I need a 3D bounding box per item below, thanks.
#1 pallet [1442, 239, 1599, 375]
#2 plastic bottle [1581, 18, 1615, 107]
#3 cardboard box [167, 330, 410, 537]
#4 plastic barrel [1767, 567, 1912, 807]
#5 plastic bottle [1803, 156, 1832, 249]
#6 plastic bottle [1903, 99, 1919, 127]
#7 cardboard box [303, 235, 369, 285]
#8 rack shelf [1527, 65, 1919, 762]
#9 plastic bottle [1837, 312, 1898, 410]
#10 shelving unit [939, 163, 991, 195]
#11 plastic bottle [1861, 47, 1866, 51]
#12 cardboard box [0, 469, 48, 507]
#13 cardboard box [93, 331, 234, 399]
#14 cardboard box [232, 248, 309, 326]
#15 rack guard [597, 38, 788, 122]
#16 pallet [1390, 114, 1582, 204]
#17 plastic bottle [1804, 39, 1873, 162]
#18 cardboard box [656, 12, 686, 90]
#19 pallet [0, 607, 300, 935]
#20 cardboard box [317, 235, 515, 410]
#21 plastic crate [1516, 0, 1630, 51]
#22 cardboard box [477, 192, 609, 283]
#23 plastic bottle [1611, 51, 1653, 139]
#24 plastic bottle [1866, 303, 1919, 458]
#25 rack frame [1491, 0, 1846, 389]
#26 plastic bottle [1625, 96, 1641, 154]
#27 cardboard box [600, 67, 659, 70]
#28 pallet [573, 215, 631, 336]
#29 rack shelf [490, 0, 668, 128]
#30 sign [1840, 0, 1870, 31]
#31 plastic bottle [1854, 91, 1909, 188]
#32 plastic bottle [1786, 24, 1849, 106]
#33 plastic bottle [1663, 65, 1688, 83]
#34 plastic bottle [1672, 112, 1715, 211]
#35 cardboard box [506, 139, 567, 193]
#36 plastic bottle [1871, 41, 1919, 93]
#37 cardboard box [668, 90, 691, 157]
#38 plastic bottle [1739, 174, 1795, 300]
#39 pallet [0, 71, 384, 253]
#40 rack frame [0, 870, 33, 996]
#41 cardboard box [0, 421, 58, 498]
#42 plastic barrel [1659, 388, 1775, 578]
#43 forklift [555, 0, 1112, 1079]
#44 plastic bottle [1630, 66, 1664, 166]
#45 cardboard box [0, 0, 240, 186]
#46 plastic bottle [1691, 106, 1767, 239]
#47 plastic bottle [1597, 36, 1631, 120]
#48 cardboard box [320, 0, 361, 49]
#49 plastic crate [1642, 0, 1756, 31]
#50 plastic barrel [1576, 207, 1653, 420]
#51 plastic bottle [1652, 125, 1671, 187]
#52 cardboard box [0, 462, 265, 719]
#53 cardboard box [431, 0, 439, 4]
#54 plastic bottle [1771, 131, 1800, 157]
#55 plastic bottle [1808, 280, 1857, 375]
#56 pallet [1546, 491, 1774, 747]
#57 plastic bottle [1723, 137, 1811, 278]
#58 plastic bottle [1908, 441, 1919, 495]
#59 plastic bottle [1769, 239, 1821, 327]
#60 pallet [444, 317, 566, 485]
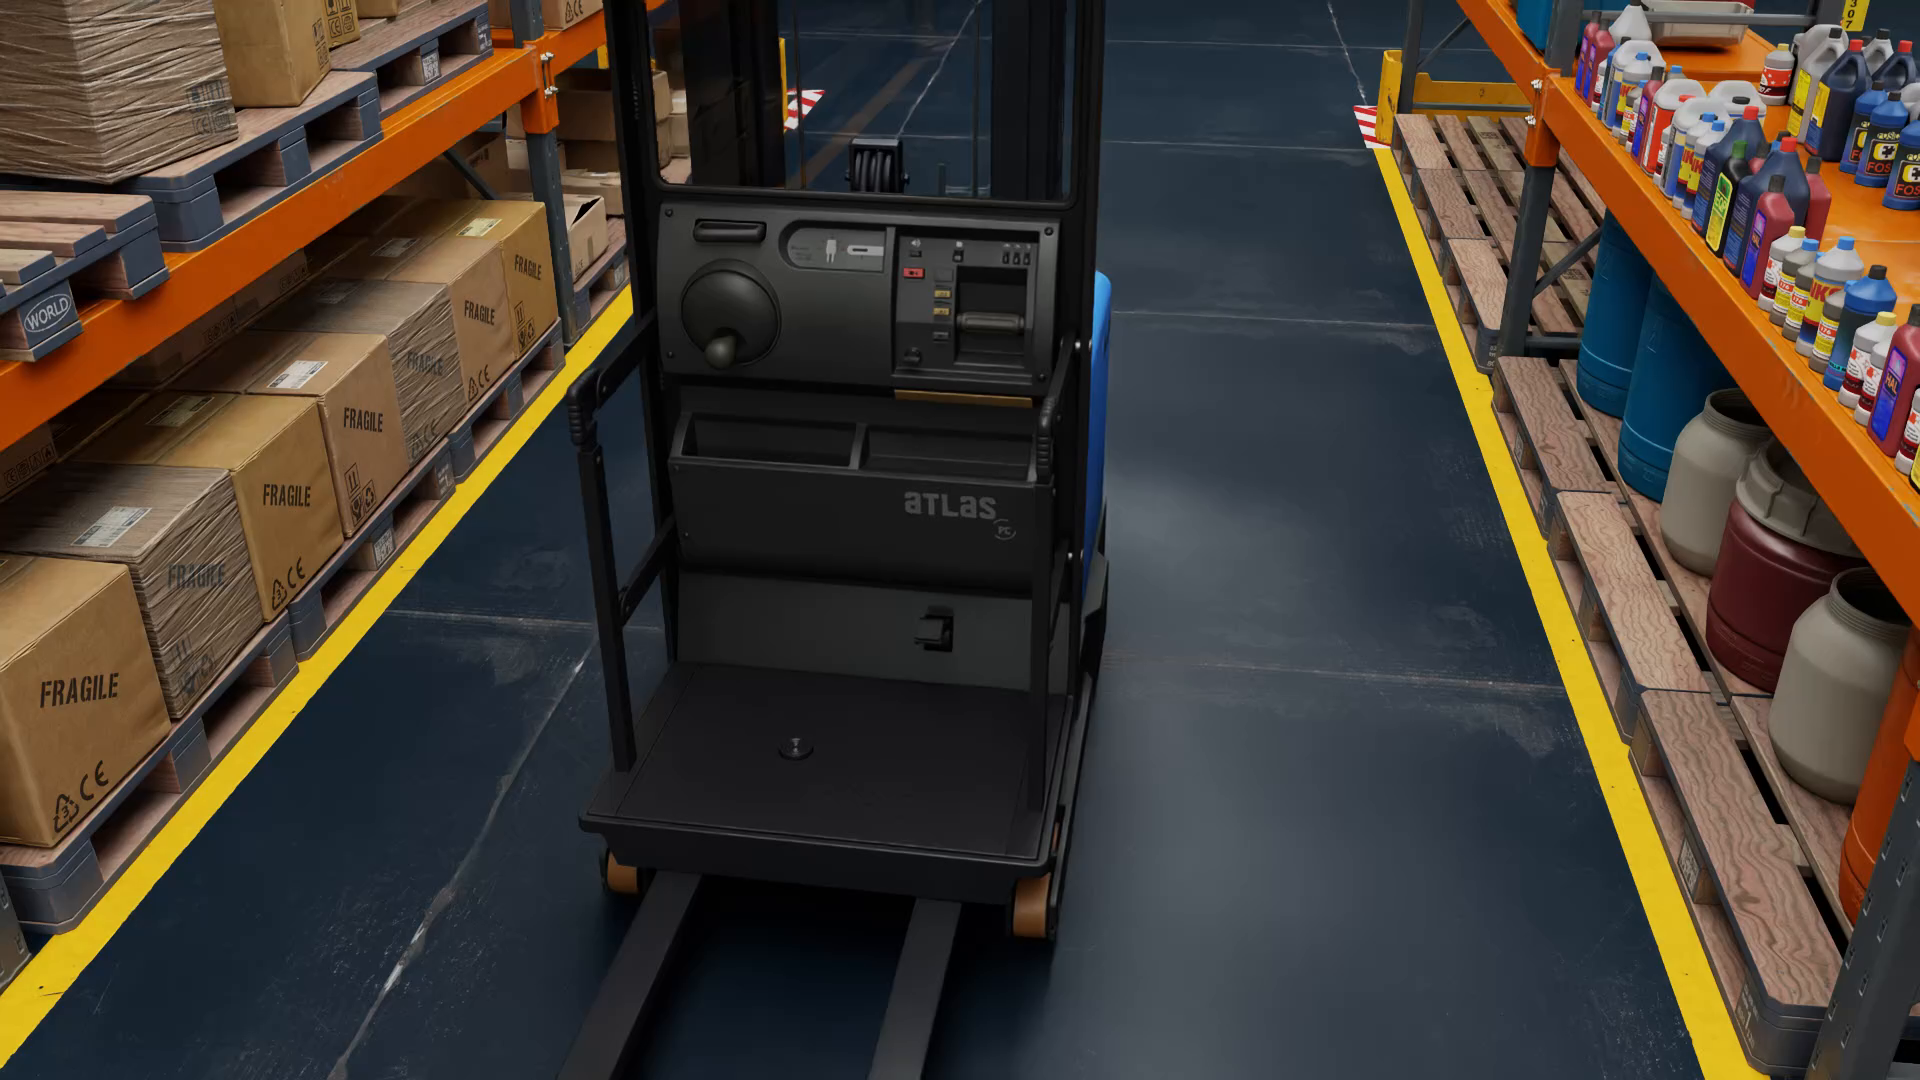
[{"bbox_3d":[2.769,-1.048,7.473,1.003,0.211,1.213,3,28,6],"label":"pallet"},{"bbox_3d":[2.233,-1.665,5.801,0.061,0.283,0.133,3,28,6],"label":"plastic bottle"},{"bbox_3d":[-2.165,-0.353,5.415,0.500,0.500,0.500,2,28,4],"label":"cardboard box"},{"bbox_3d":[2.251,0.364,4.092,0.421,0.512,0.421,0,28,0],"label":"plastic barrel"},{"bbox_3d":[2.159,-0.825,4.241,0.061,0.283,0.133,3,28,6],"label":"plastic bottle"},{"bbox_3d":[2.867,-1.196,4.937,0.152,0.276,0.135,3,28,6],"label":"plastic bottle"},{"bbox_3d":[-2.553,-0.845,6.327,0.500,0.500,0.500,4,29,7],"label":"cardboard box"},{"bbox_3d":[2.473,-0.669,4.588,1.077,0.370,4.000,3,28,6],"label":"rack shelf"},{"bbox_3d":[1.926,-0.380,3.502,0.097,0.201,0.097,0,28,0],"label":"plastic bottle"},{"bbox_3d":[0.020,-0.606,5.610,0.258,1.200,0.503,3,28,6],"label":"shelving unit"},{"bbox_3d":[2.945,-1.496,5.496,0.152,0.276,0.135,3,28,6],"label":"plastic bottle"},{"bbox_3d":[-2.806,0.119,4.538,0.500,0.500,0.500,4,29,8],"label":"cardboard box"},{"bbox_3d":[-2.685,-0.372,5.450,0.500,0.500,0.500,2,28,4],"label":"cardboard box"},{"bbox_3d":[-2.622,-0.956,5.743,0.500,0.250,0.500,3,29,6],"label":"cardboard box"},{"bbox_3d":[-1.717,-2.963,10.724,1.175,0.500,0.348,3,28,6],"label":"rack guard"},{"bbox_3d":[3.068,-2.196,9.604,1.003,0.211,1.213,3,28,6],"label":"pallet"},{"bbox_3d":[2.764,-1.375,5.192,0.144,0.351,0.185,3,28,6],"label":"plastic bottle"},{"bbox_3d":[-1.530,-2.923,10.184,0.500,0.500,0.500,3,28,6],"label":"cardboard box"},{"bbox_3d":[-2.559,0.544,4.517,1.003,0.211,1.213,3,28,6],"label":"pallet"},{"bbox_3d":[-2.043,-0.829,6.298,0.500,0.500,0.500,3,29,6],"label":"cardboard box"},{"bbox_3d":[2.436,-2.186,6.599,0.392,0.384,0.575,3,28,6],"label":"plastic crate"},{"bbox_3d":[-1.932,-1.412,7.579,0.500,0.311,0.500,3,28,6],"label":"cardboard box"},{"bbox_3d":[2.197,-1.450,5.414,0.097,0.271,0.097,0,28,0],"label":"plastic bottle"},{"bbox_3d":[1.882,-0.317,3.298,0.061,0.283,0.133,3,28,6],"label":"plastic bottle"},{"bbox_3d":[2.718,-1.927,6.165,1.000,3.000,0.127,3,28,6],"label":"rack frame"},{"bbox_3d":[2.173,-1.327,5.260,0.097,0.201,0.097,0,28,0],"label":"plastic bottle"},{"bbox_3d":[-2.100,-2.861,10.440,0.380,0.149,0.250,3,28,6],"label":"cardboard box"},{"bbox_3d":[-2.113,-1.312,7.963,1.003,0.211,1.213,3,28,6],"label":"pallet"},{"bbox_3d":[-1.953,-2.842,8.620,1.077,0.370,4.000,3,28,6],"label":"rack shelf"},{"bbox_3d":[3.263,-2.016,6.038,0.100,0.325,0.005,3,28,6],"label":"sign"},{"bbox_3d":[2.741,-1.192,4.936,0.097,0.271,0.097,0,28,0],"label":"plastic bottle"},{"bbox_3d":[2.990,-1.668,5.815,0.152,0.276,0.135,3,28,6],"label":"plastic bottle"},{"bbox_3d":[2.364,-1.473,5.531,0.097,0.201,0.097,0,28,0],"label":"plastic bottle"},{"bbox_3d":[2.100,-1.077,4.722,0.097,0.271,0.097,0,28,0],"label":"plastic bottle"},{"bbox_3d":[-2.318,-1.864,8.419,0.500,0.311,0.500,3,28,6],"label":"cardboard box"},{"bbox_3d":[2.907,-1.367,5.176,0.144,0.351,0.185,3,28,6],"label":"plastic bottle"},{"bbox_3d":[-1.676,-2.367,9.416,0.500,0.250,0.500,3,28,6],"label":"cardboard box"},{"bbox_3d":[1.994,-0.746,4.095,0.061,0.283,0.133,3,28,6],"label":"plastic bottle"},{"bbox_3d":[-2.454,-1.165,4.952,1.003,0.211,1.213,3,28,6],"label":"pallet"},{"bbox_3d":[-2.688,-0.334,3.207,1.000,3.000,0.127,3,28,6],"label":"rack frame"},{"bbox_3d":[-2.804,-0.238,4.410,0.500,0.250,0.500,4,29,8],"label":"cardboard box"},{"bbox_3d":[2.389,-0.168,5.079,0.421,0.512,0.421,0,28,0],"label":"plastic barrel"},{"bbox_3d":[-0.271,-0.520,3.625,1.130,2.935,3.031,4,29,8],"label":"forklift"},{"bbox_3d":[2.141,-1.310,5.142,0.061,0.283,0.133,3,28,6],"label":"plastic bottle"},{"bbox_3d":[-2.421,-1.285,4.425,0.700,0.500,0.500,9,30,16],"label":"cardboard box"},{"bbox_3d":[2.094,-0.998,4.492,0.144,0.351,0.185,3,28,6],"label":"plastic bottle"},{"bbox_3d":[2.225,-1.559,5.616,0.097,0.271,0.097,0,28,0],"label":"plastic bottle"},{"bbox_3d":[-2.499,-1.908,5.581,0.700,0.500,0.500,8,29,14],"label":"cardboard box"},{"bbox_3d":[3.076,-2.387,6.888,0.402,0.464,0.583,3,28,6],"label":"plastic crate"},{"bbox_3d":[2.634,-0.933,6.089,0.600,0.901,0.708,3,28,6],"label":"plastic barrel"},{"bbox_3d":[2.128,-1.155,4.941,0.097,0.201,0.097,0,28,0],"label":"plastic bottle"},{"bbox_3d":[-2.290,0.128,4.521,0.500,0.500,0.500,2,28,4],"label":"cardboard box"},{"bbox_3d":[-2.391,-2.511,7.143,0.500,0.500,0.500,4,29,7],"label":"cardboard box"},{"bbox_3d":[2.219,-0.977,4.536,0.097,0.271,0.097,0,28,0],"label":"plastic bottle"},{"bbox_3d":[1.950,-0.471,3.672,0.097,0.201,0.097,0,28,0],"label":"plastic bottle"},{"bbox_3d":[2.435,0.237,5.087,1.003,0.211,1.213,3,28,6],"label":"pallet"},{"bbox_3d":[2.055,-0.848,4.214,0.144,0.351,0.185,3,28,6],"label":"plastic bottle"},{"bbox_3d":[1.854,-0.208,3.097,0.061,0.283,0.133,3,28,6],"label":"plastic bottle"},{"bbox_3d":[1.986,-0.609,3.927,0.097,0.201,0.097,0,28,0],"label":"plastic bottle"},{"bbox_3d":[-2.260,-0.604,6.649,1.003,0.211,1.213,3,28,6],"label":"pallet"}]
